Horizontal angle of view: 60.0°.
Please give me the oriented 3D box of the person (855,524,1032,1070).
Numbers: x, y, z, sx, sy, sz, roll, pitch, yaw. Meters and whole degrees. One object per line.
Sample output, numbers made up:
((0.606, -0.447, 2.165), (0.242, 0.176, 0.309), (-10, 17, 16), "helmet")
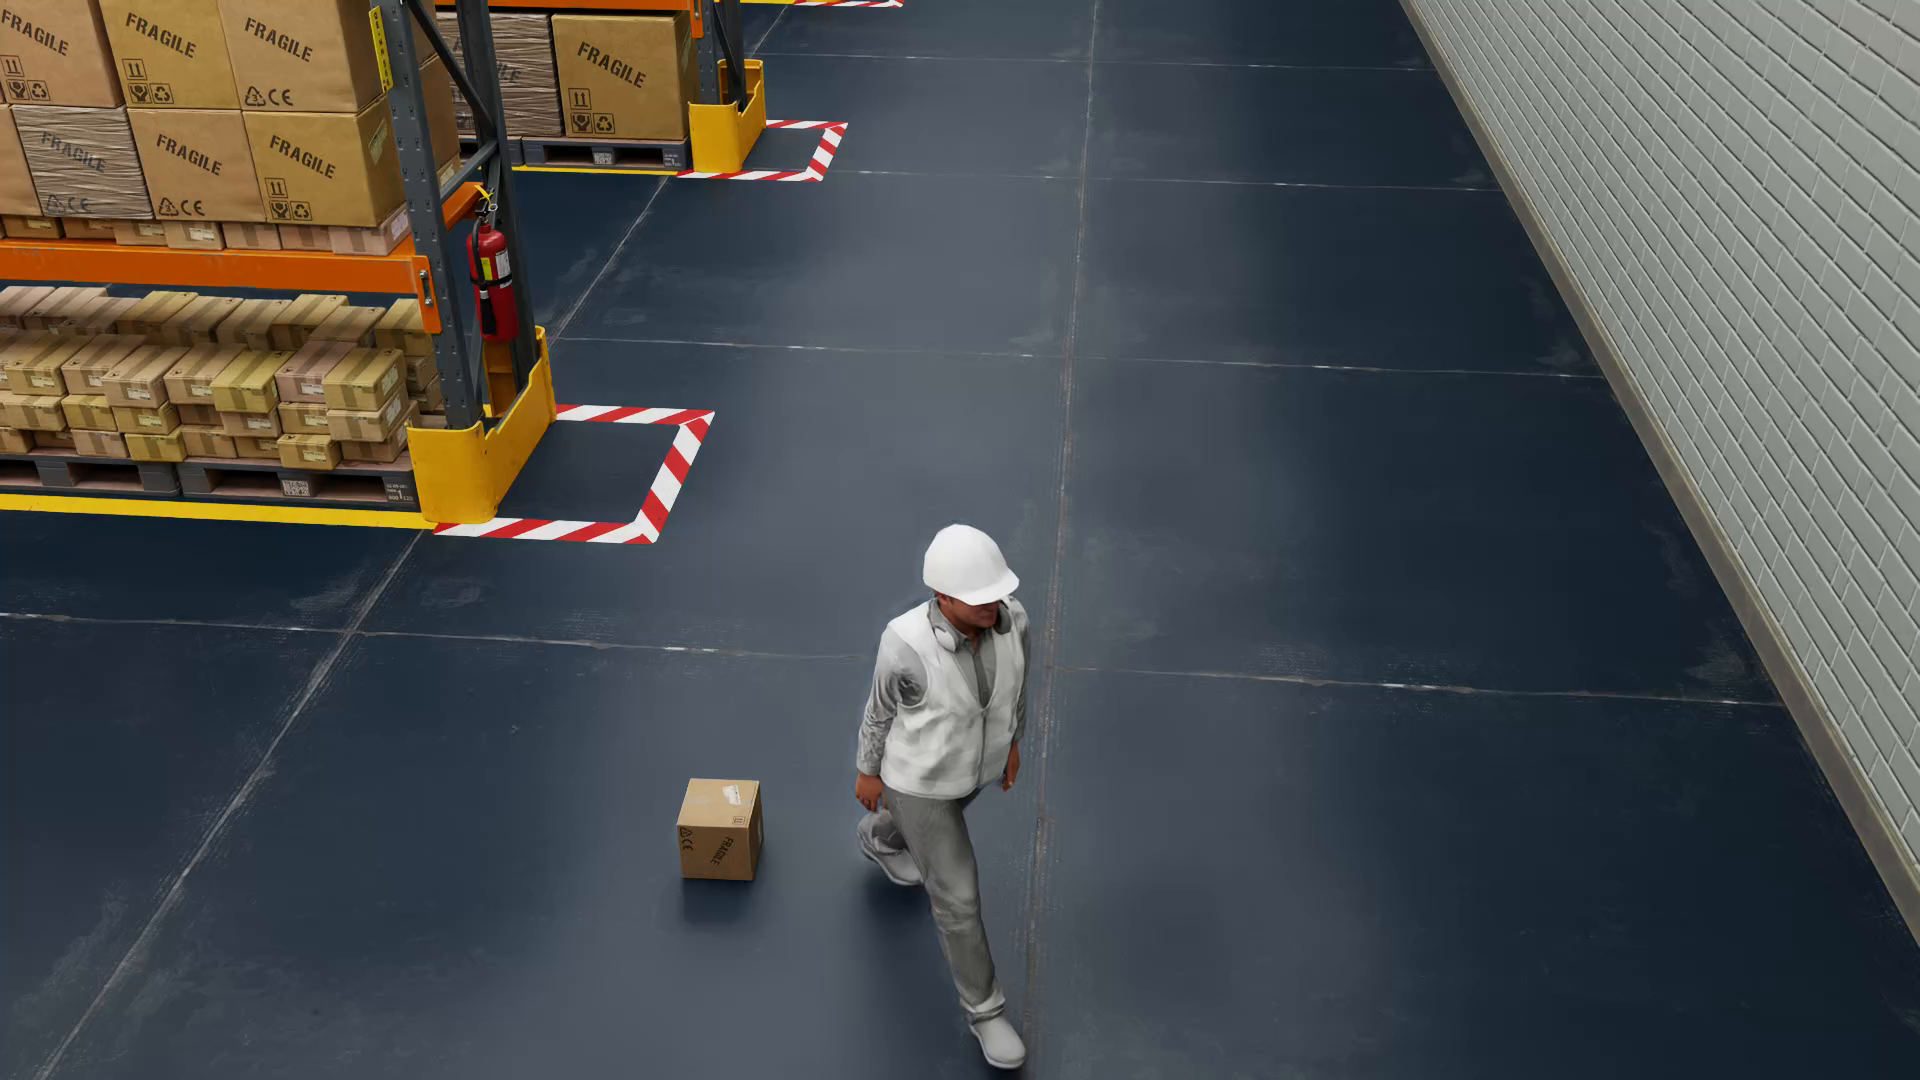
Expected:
((-0.029, 0.656, 5.099), (0.544, 1.712, 1.109), (-24, 39, -33), "person")
